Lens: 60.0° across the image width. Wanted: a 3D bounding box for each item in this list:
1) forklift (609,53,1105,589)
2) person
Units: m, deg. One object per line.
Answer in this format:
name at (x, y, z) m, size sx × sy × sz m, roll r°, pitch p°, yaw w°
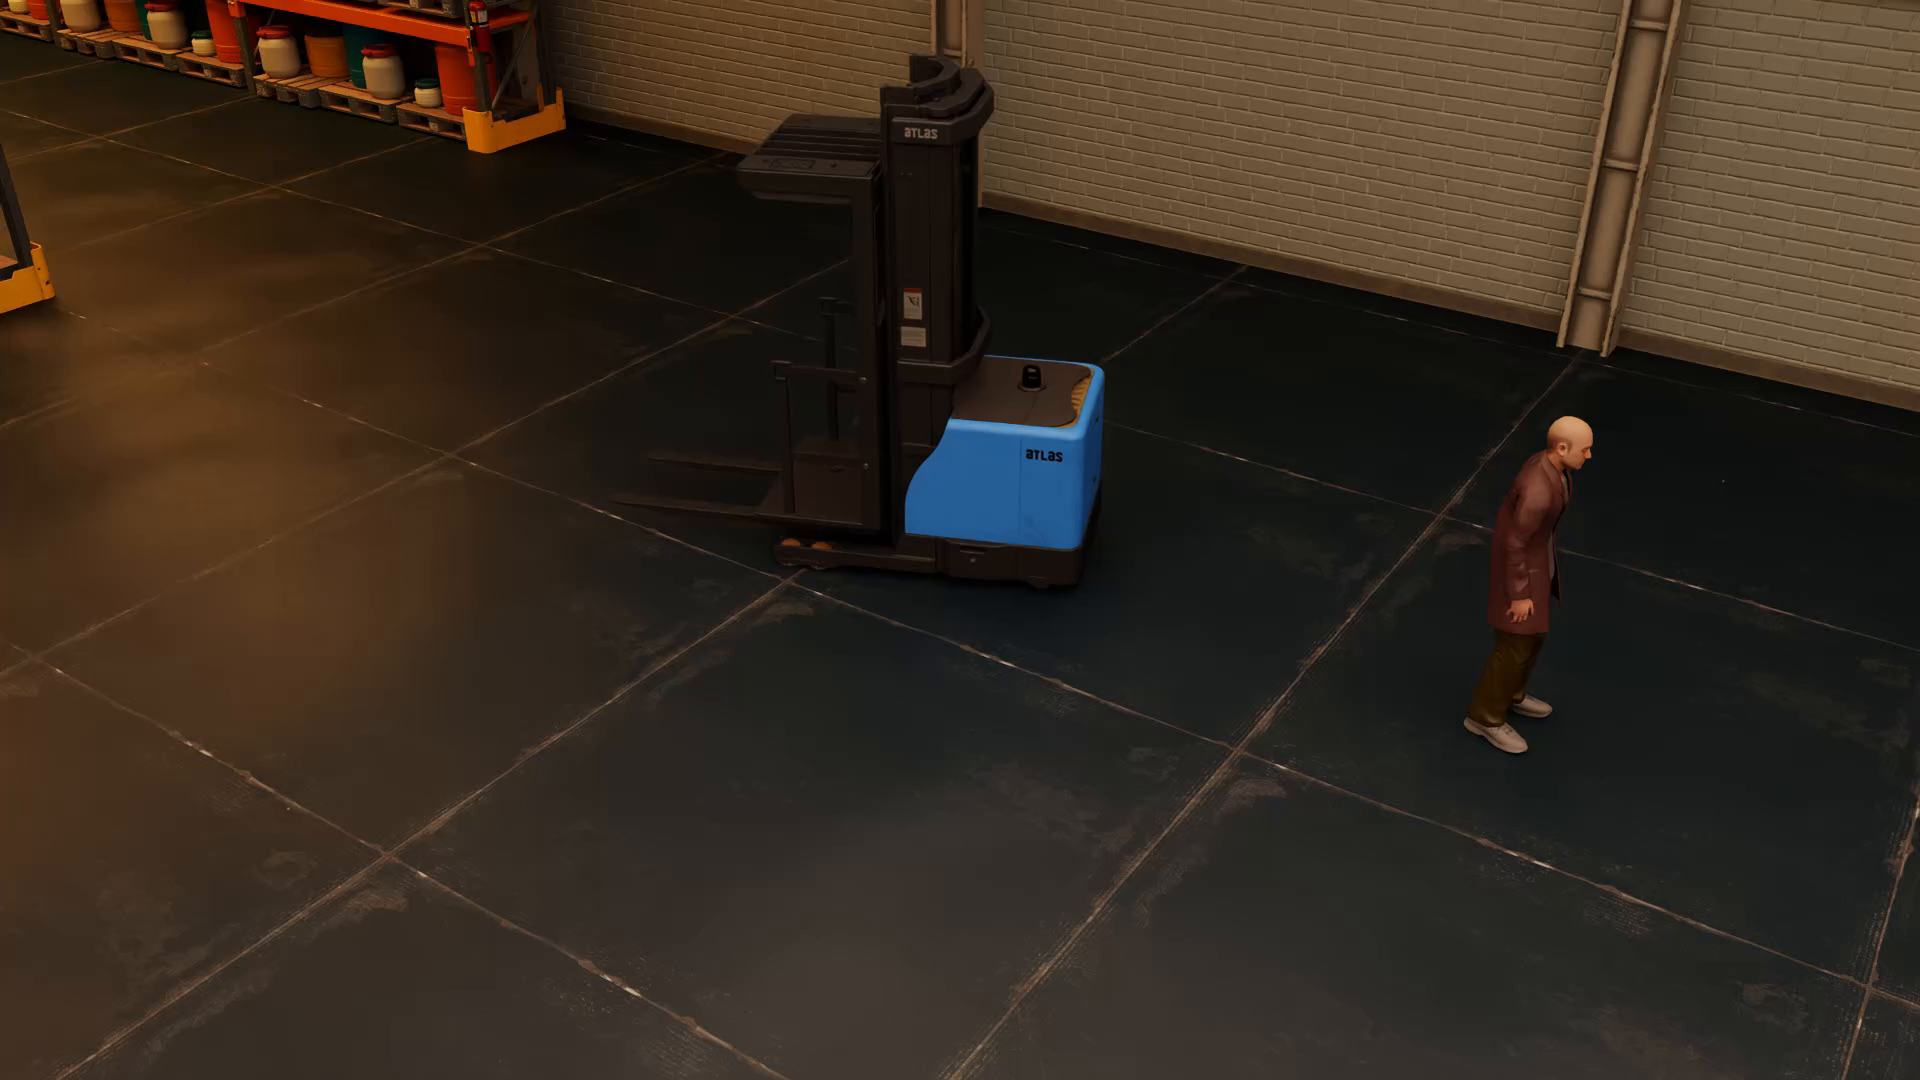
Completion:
forklift at (-0.669, -1.338, 9.885) m, size 3.031 × 2.935 × 1.130 m, roll 6°, pitch 31°, yaw 10°
person at (2.891, 0.182, 8.421) m, size 0.436 × 1.772 × 0.644 m, roll 17°, pitch 34°, yaw 27°
